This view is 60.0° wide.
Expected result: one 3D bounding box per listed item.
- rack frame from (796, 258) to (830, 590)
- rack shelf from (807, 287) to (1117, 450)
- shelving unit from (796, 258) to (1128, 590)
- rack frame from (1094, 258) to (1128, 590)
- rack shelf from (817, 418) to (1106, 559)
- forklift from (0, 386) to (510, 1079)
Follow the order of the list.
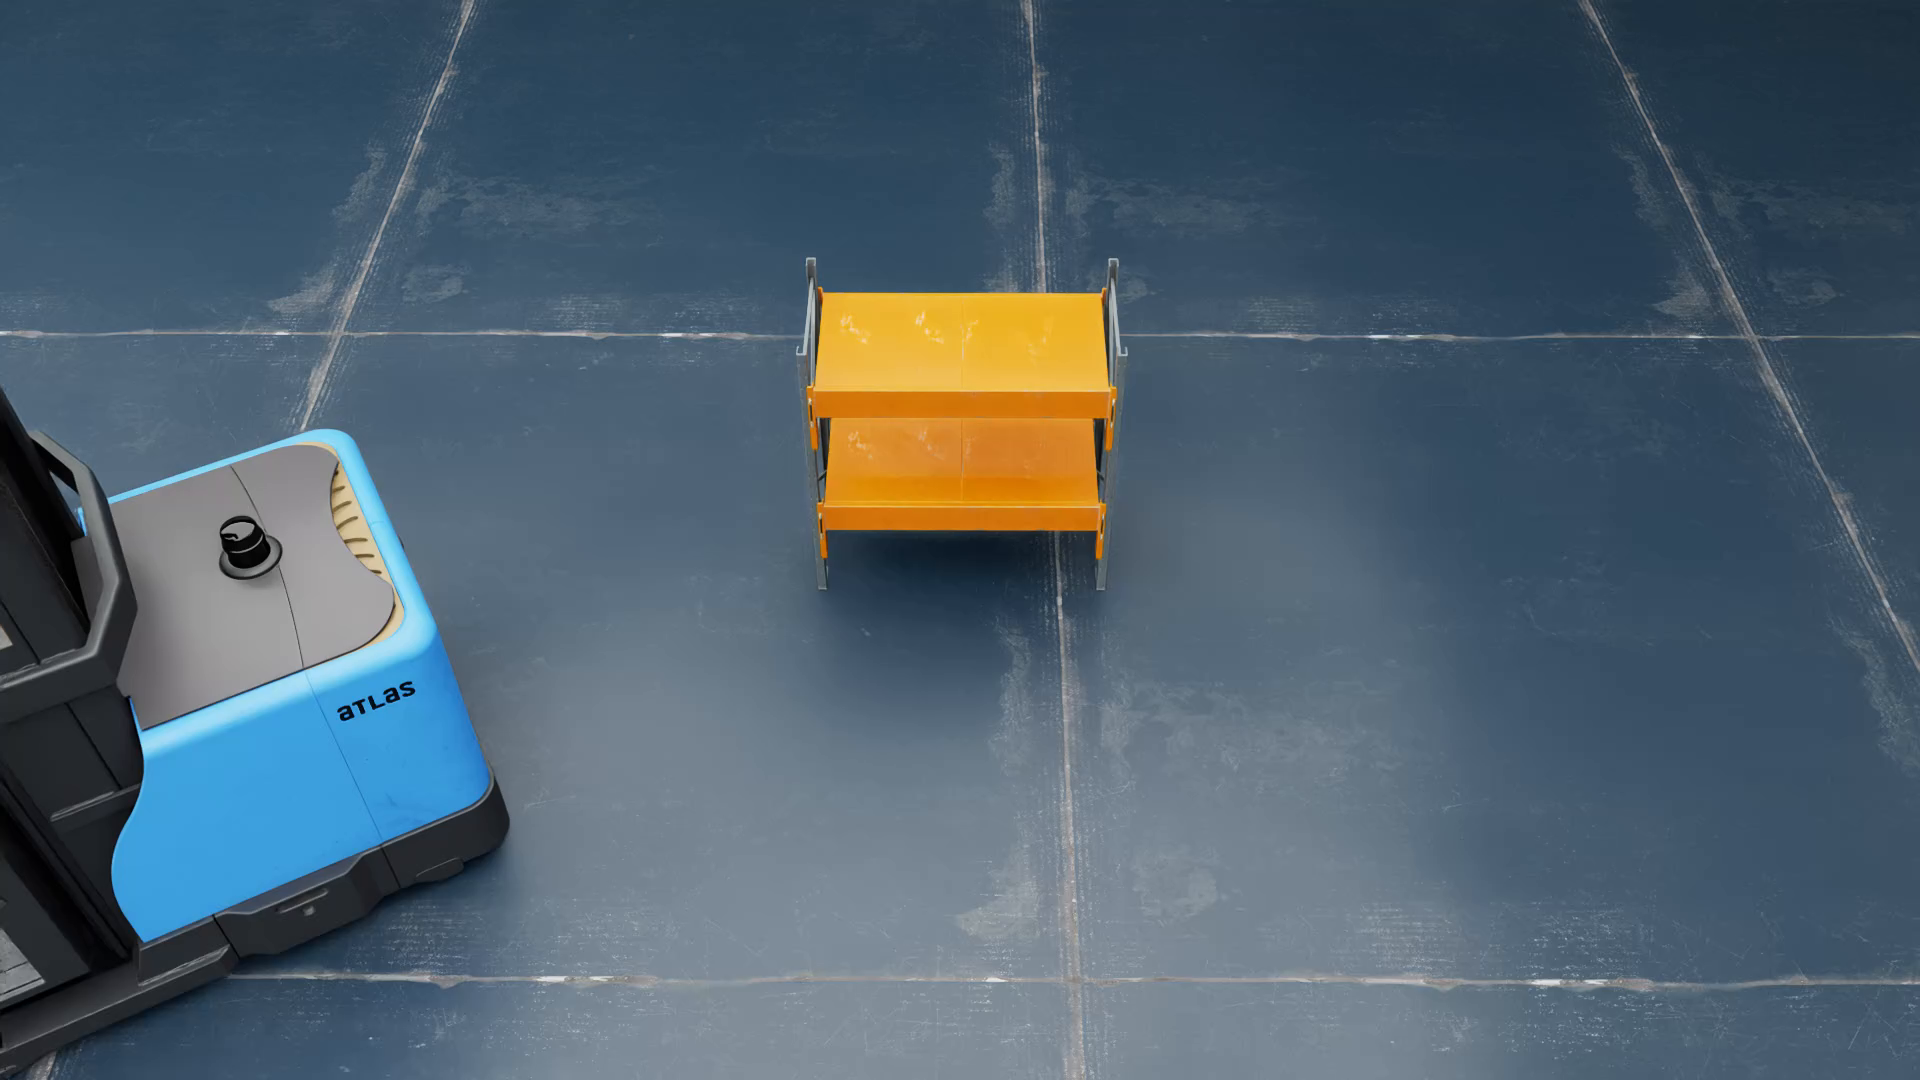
[{"bbox_3d":[-0.502,-0.385,5.840,0.032,1.125,0.500,0,47,0],"label":"rack frame"},{"bbox_3d":[0.007,-0.583,5.624,1.000,0.278,0.538,0,47,0],"label":"rack shelf"},{"bbox_3d":[0.007,-0.383,5.838,1.048,1.125,0.538,0,47,0],"label":"shelving unit"},{"bbox_3d":[0.515,-0.382,5.837,0.032,1.125,0.500,0,47,0],"label":"rack frame"},{"bbox_3d":[0.007,-0.217,6.017,1.000,0.278,0.538,0,47,0],"label":"rack shelf"},{"bbox_3d":[-2.977,0.199,4.062,3.031,2.935,1.130,-22,51,-19],"label":"forklift"}]
